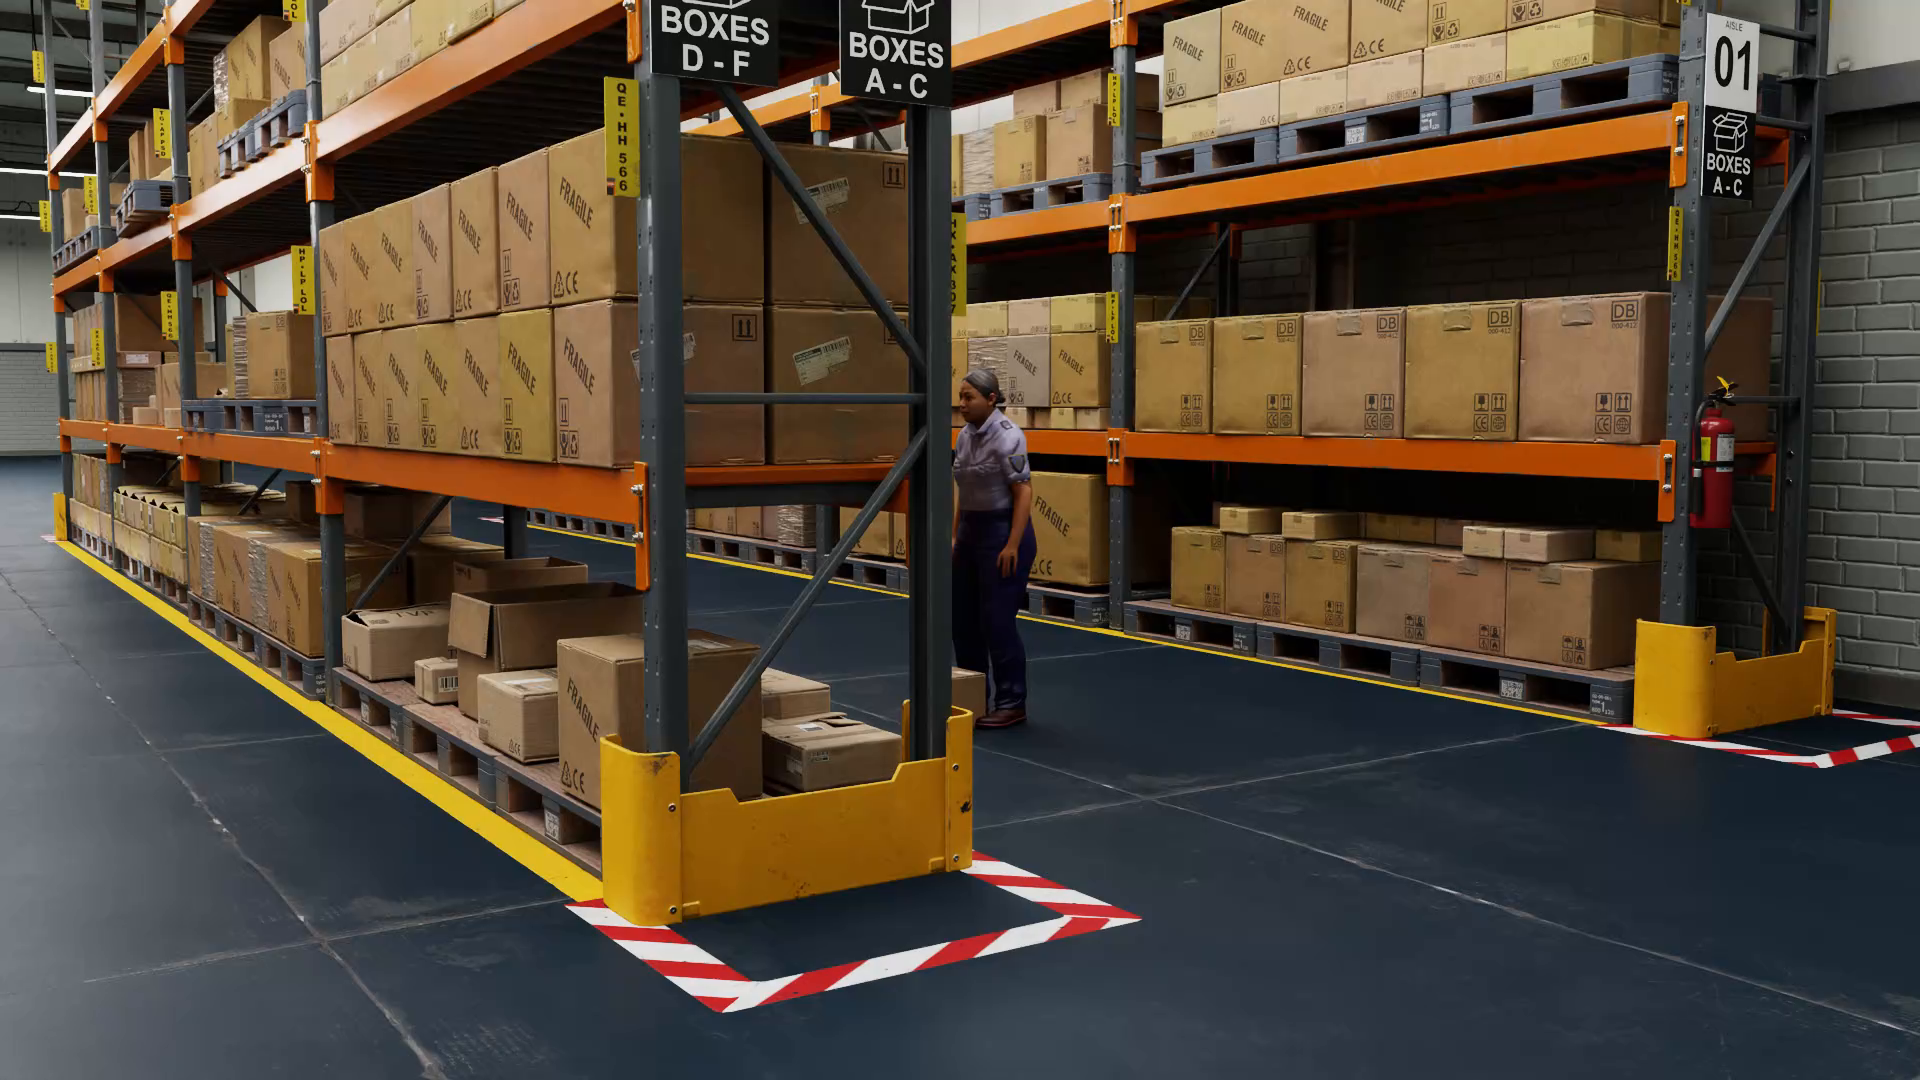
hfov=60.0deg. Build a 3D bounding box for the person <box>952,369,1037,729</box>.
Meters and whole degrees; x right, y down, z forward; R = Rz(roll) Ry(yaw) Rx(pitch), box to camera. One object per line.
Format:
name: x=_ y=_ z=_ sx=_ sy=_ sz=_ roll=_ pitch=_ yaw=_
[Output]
person: x=0.133 y=0.028 z=7.785 sx=0.368 sy=1.652 sz=0.541 roll=-3 pitch=6 yaw=-34
